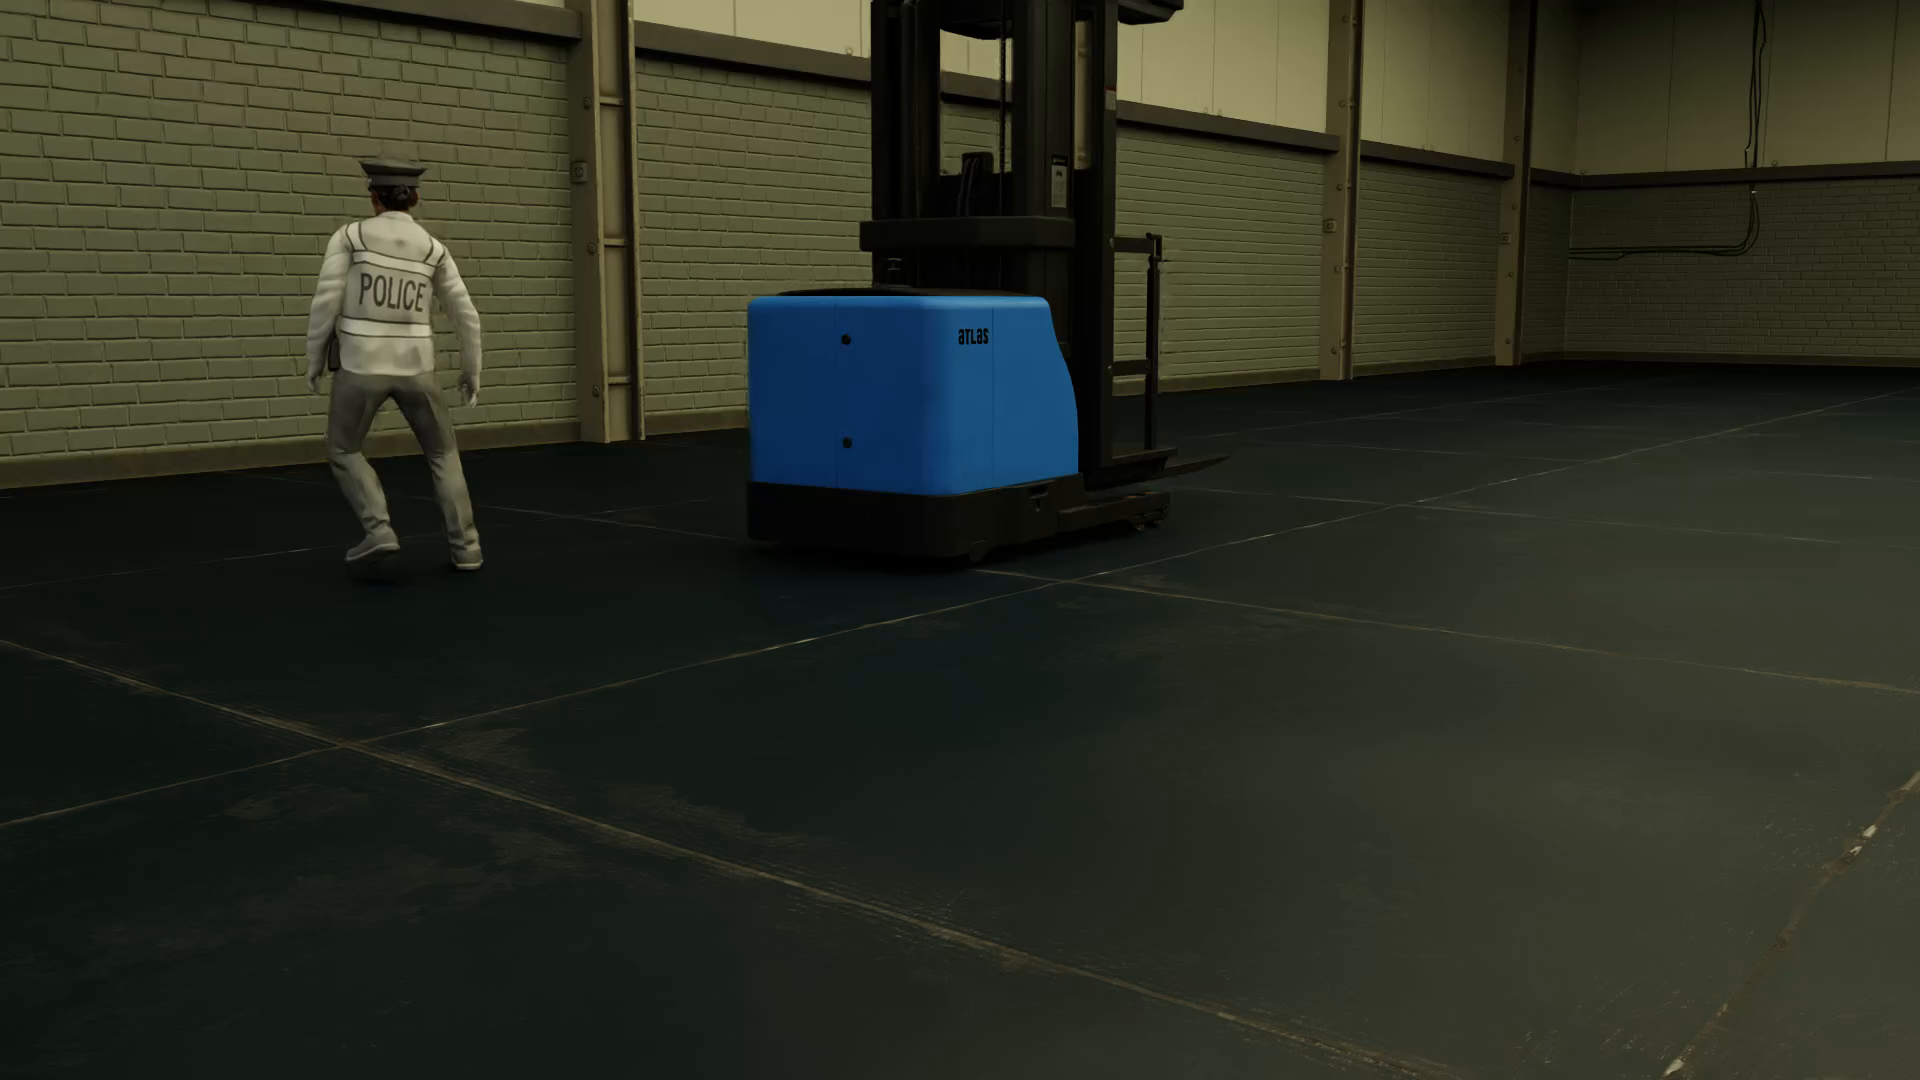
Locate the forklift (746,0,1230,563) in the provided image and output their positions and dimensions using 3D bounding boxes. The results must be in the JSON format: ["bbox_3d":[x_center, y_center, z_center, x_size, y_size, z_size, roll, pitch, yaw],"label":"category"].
[{"bbox_3d":[0.340,-1.529,7.729,1.130,2.935,3.031,6,10,33],"label":"forklift"}]

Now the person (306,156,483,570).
[{"bbox_3d":[-2.148,-0.657,6.376,0.664,1.587,0.429,-5,10,-30],"label":"person"}]
